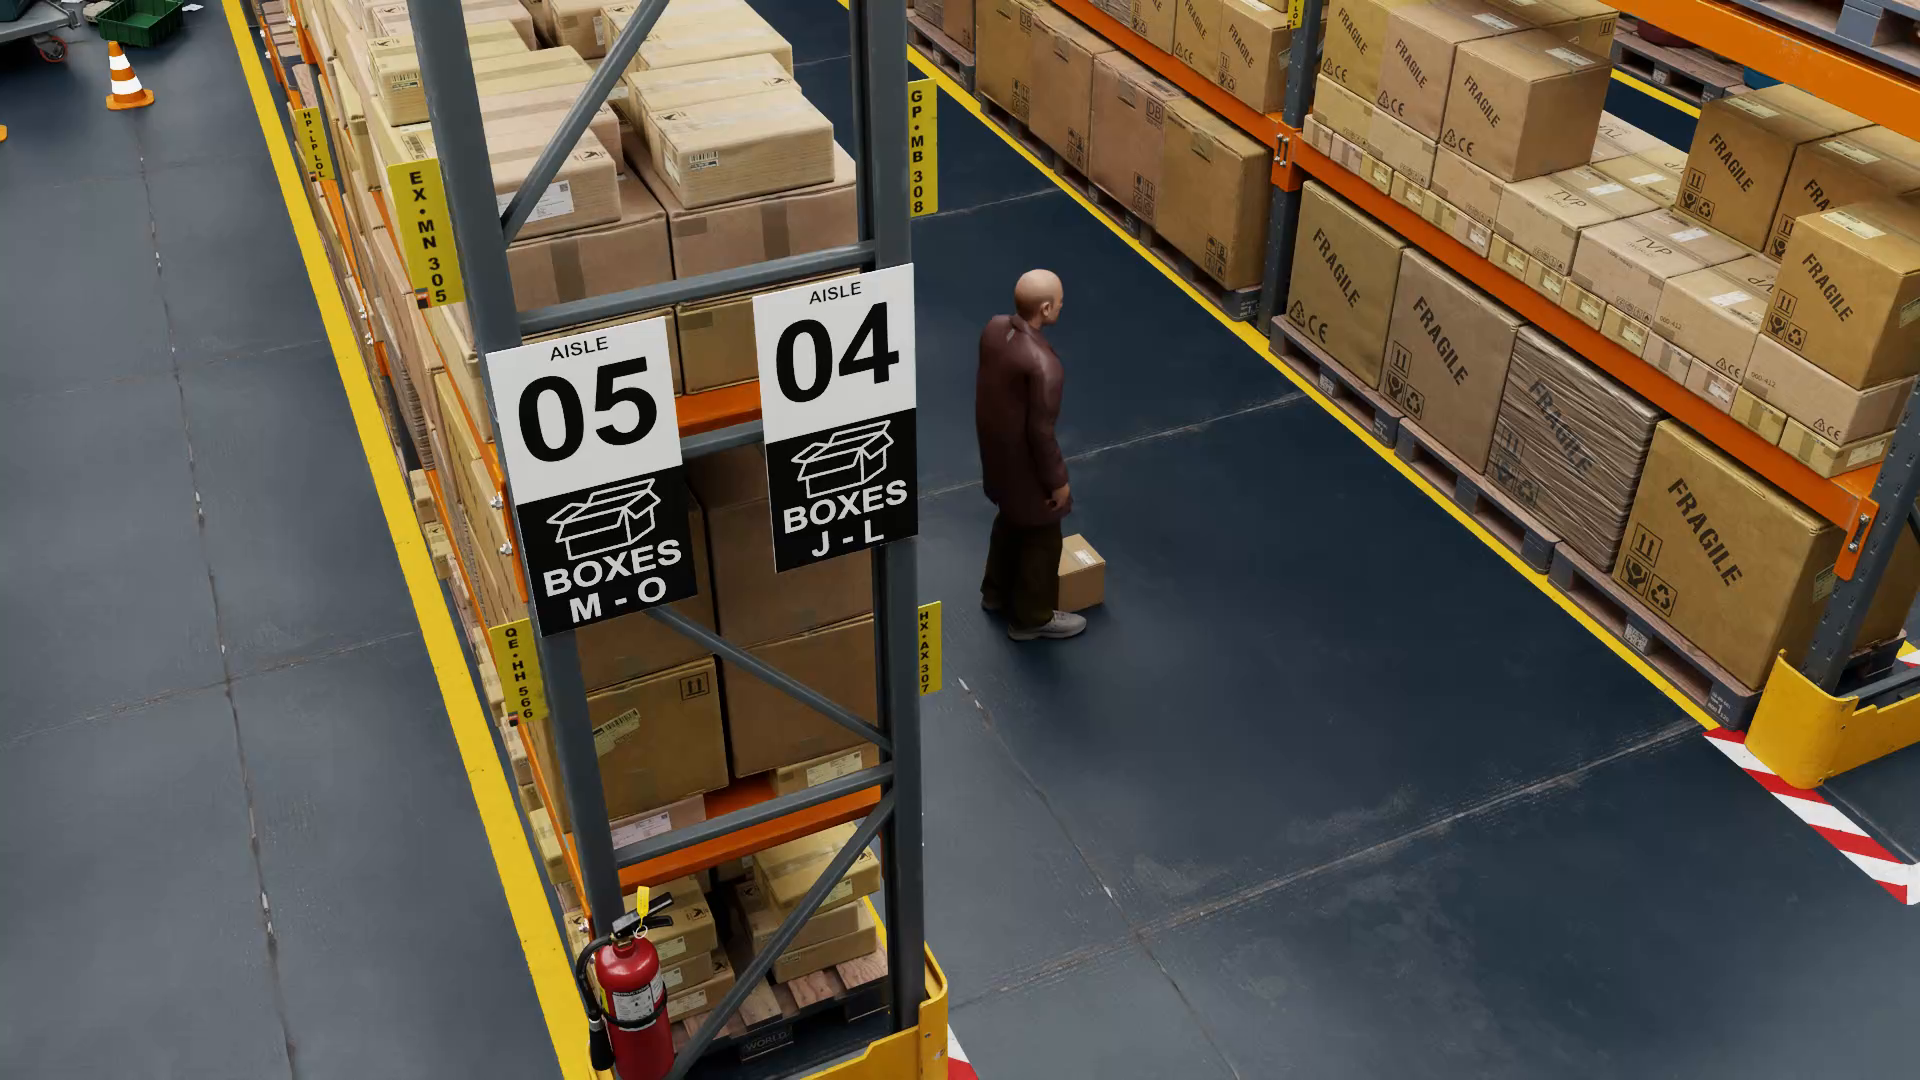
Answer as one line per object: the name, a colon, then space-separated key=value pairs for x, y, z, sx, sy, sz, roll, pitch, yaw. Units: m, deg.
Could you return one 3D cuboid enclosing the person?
person: x=0.293 y=-0.373 z=7.369 sx=0.426 sy=1.773 sz=0.640 roll=-16 pitch=40 yaw=-20
